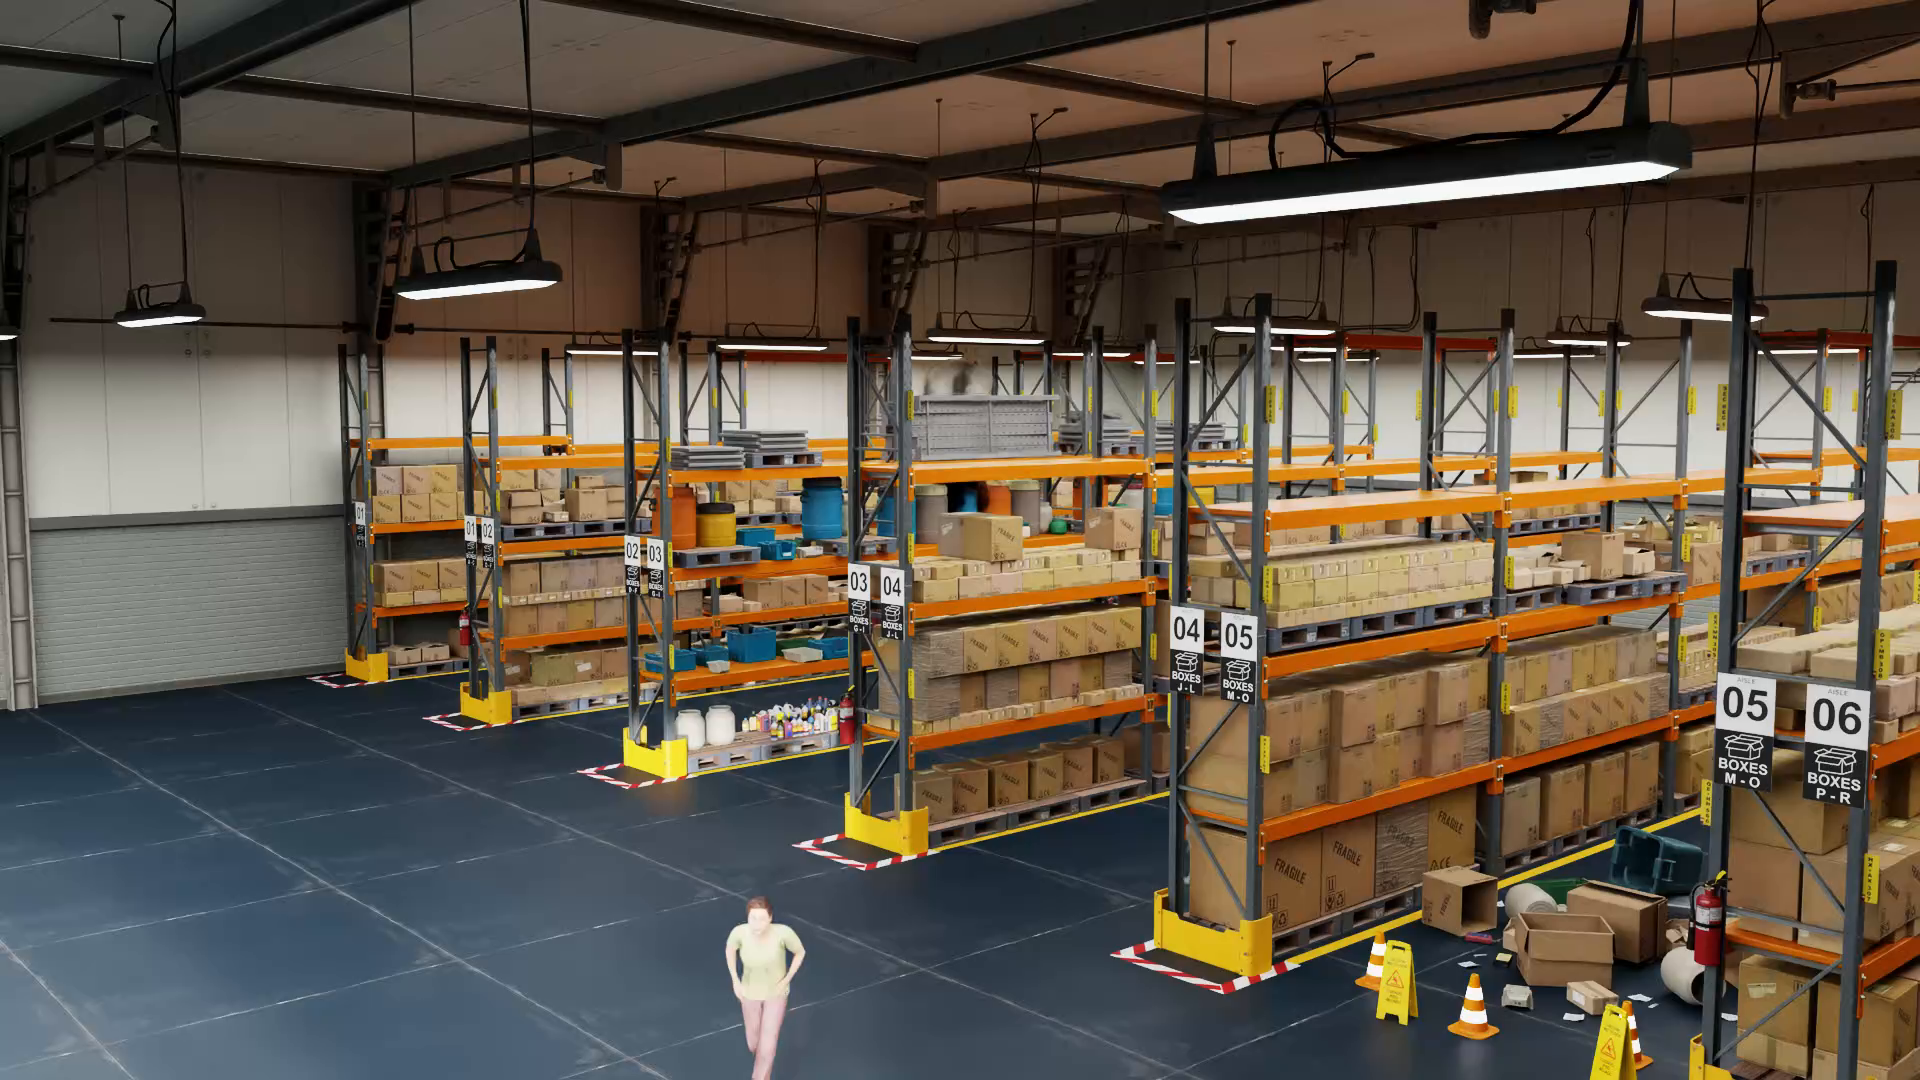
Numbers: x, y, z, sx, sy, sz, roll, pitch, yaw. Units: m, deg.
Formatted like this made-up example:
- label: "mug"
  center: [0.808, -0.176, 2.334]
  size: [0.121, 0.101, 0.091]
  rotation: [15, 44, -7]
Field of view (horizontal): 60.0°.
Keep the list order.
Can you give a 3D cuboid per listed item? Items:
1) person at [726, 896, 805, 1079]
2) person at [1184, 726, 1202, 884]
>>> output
- label: "person"
  center: [-1.408, 3.308, 12.118]
  size: [0.578, 1.614, 0.819]
  rotation: [0, 5, -3]
- label: "person"
  center: [2.648, 2.784, 17.715]
  size: [0.868, 1.679, 0.625]
  rotation: [-5, 7, -42]
